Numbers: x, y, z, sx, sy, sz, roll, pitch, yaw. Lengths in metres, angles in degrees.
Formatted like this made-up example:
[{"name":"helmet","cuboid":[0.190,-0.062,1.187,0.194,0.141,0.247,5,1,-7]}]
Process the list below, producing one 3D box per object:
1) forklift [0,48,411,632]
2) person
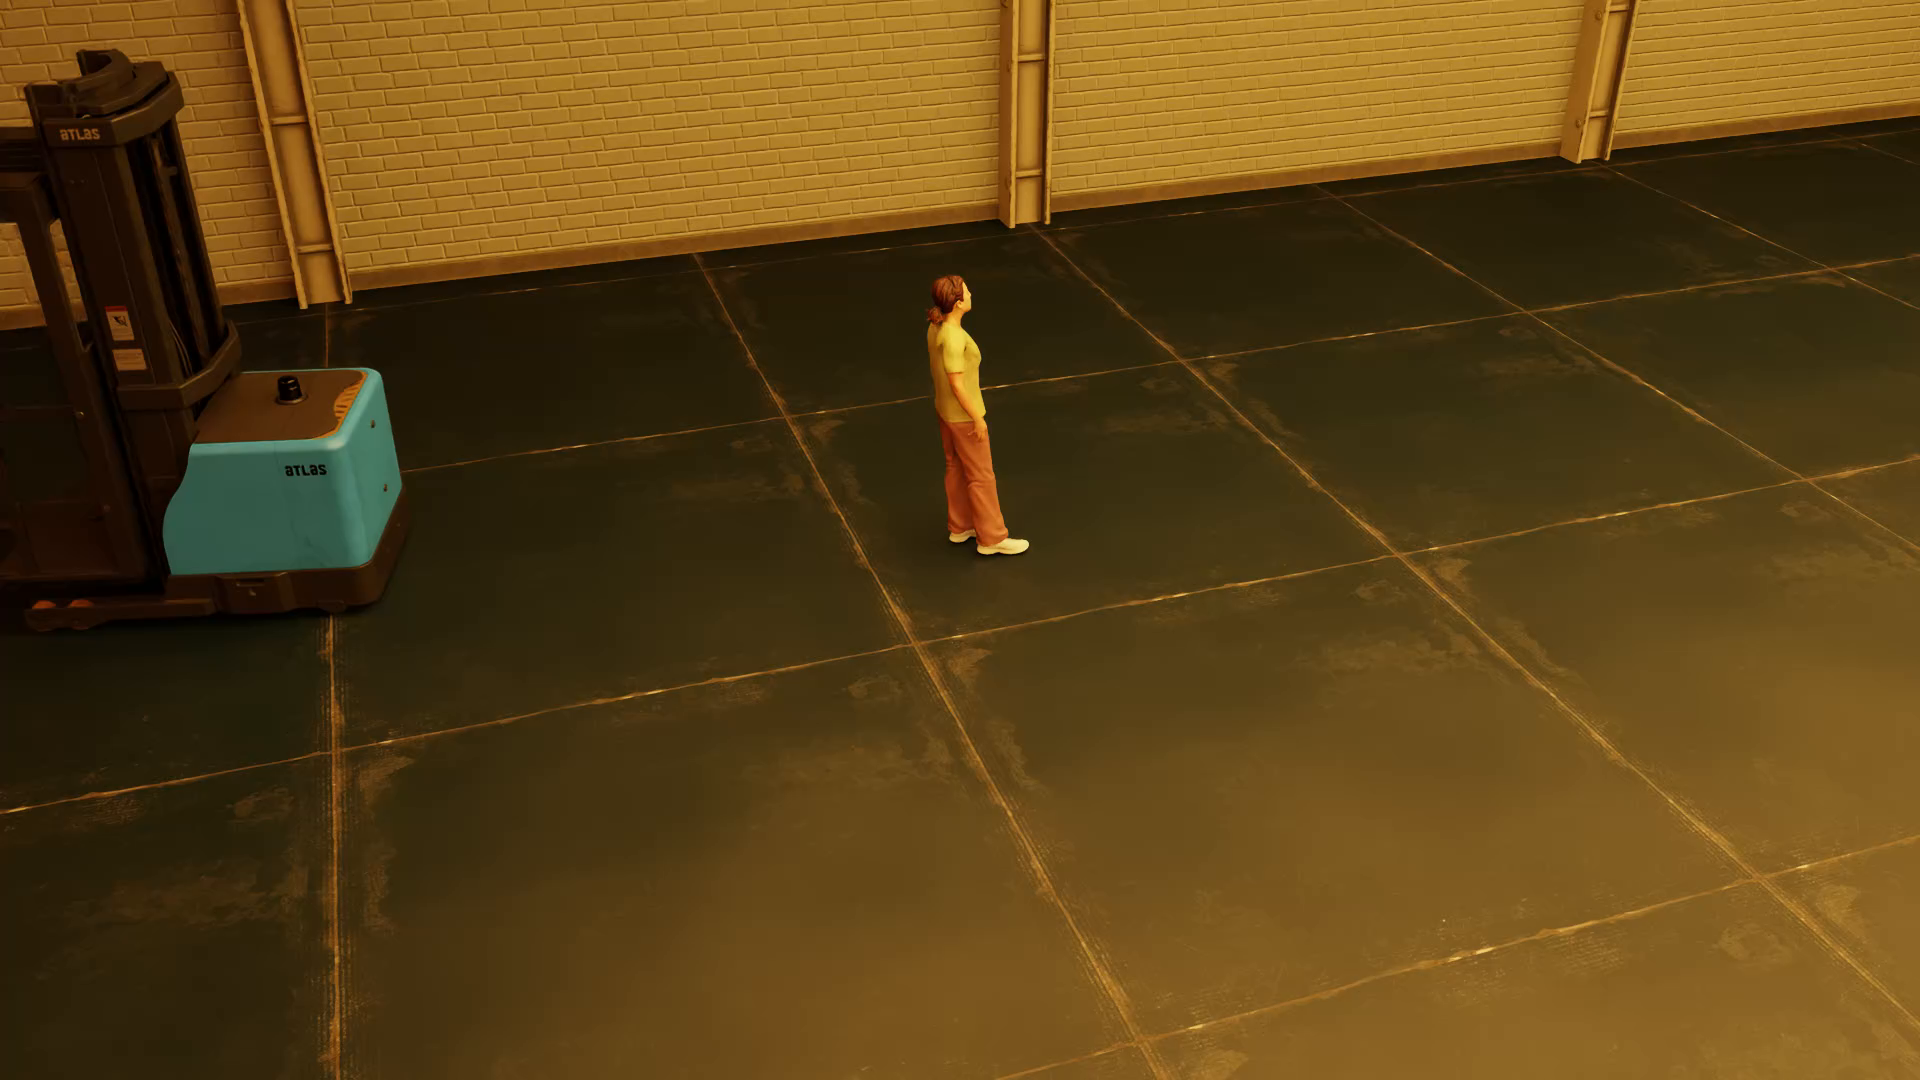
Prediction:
[{"name":"forklift","cuboid":[-4.796,-1.042,8.898,3.031,2.935,1.130,-3,30,-4]},{"name":"person","cuboid":[0.074,-0.739,9.615,0.548,1.673,0.553,-10,31,-16]}]
